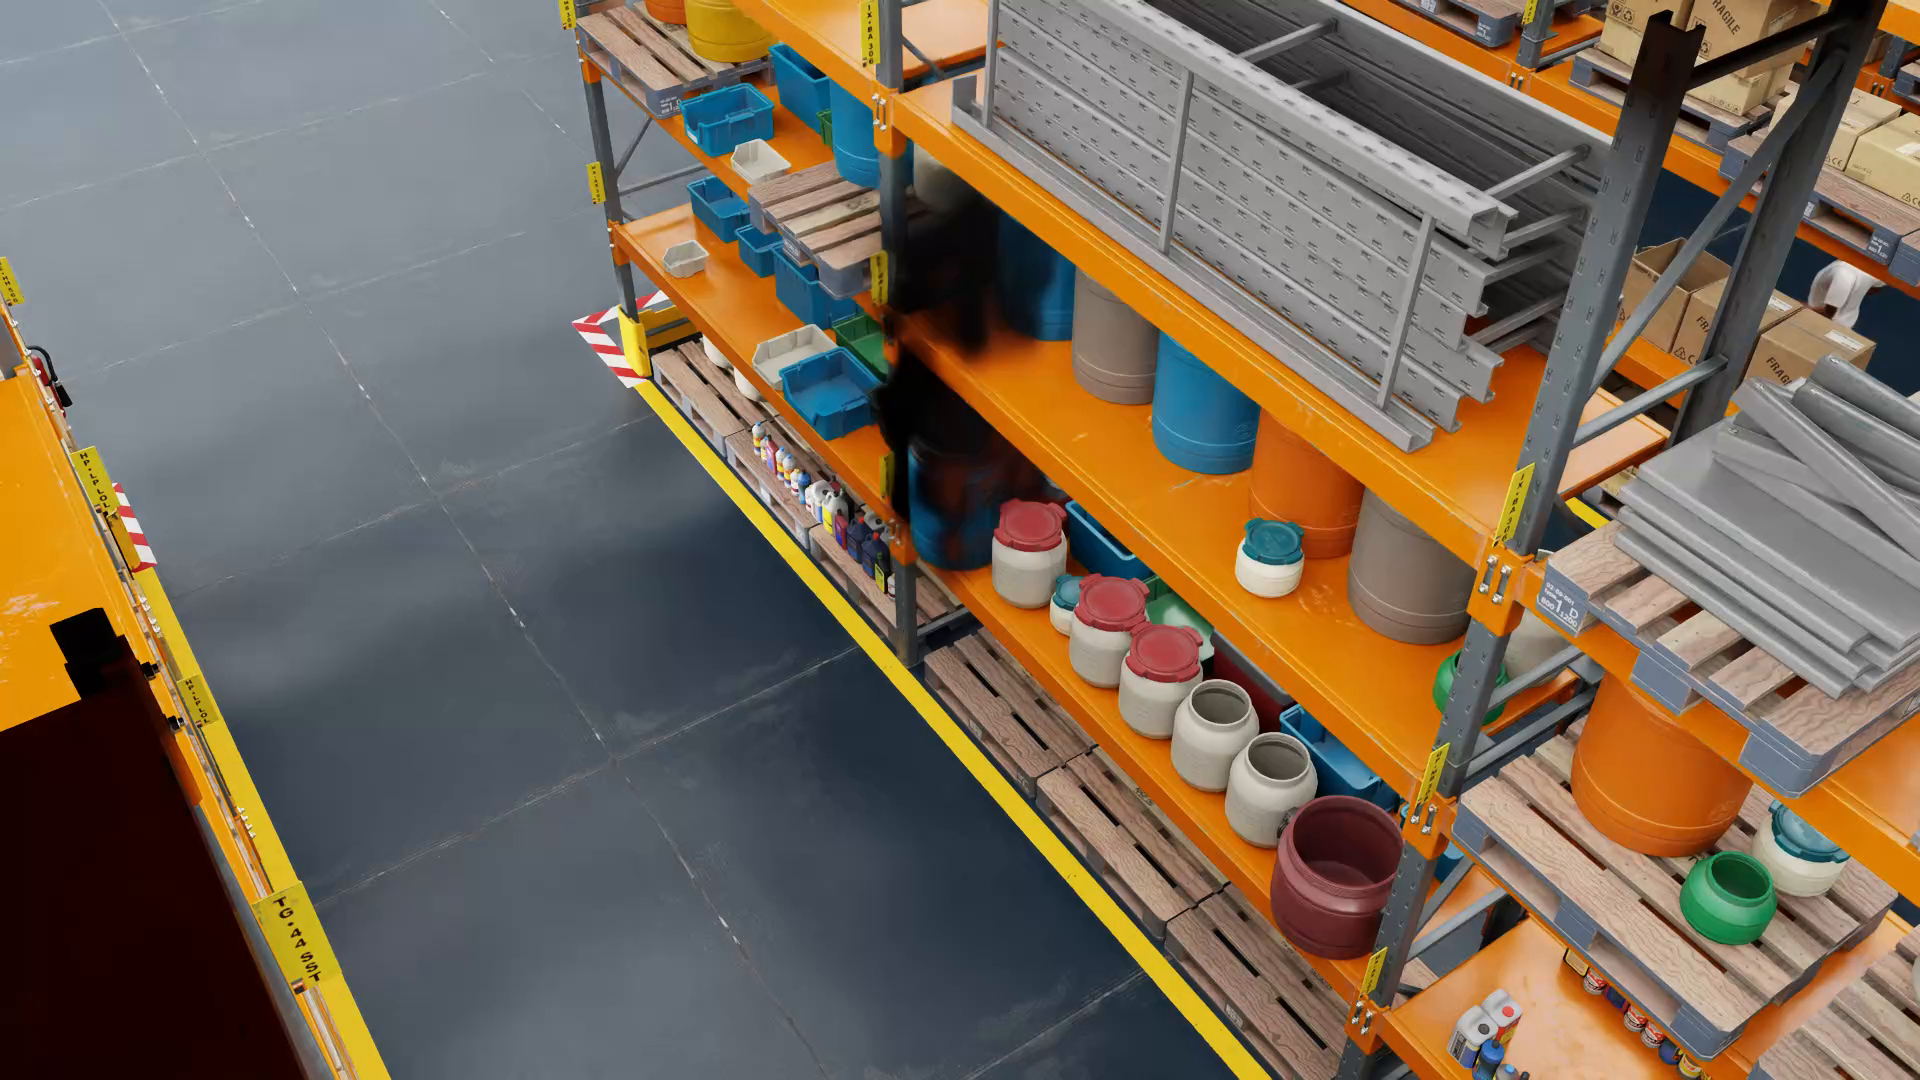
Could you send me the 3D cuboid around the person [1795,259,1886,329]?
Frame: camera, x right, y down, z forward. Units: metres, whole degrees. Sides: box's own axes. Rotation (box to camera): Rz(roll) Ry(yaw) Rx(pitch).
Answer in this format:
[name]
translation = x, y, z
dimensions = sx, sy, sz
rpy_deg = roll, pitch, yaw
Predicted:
[person]
translation = 6.410, -1.599, 12.232
dimensions = 0.698, 1.715, 0.610
rpy_deg = -25, 48, -25
